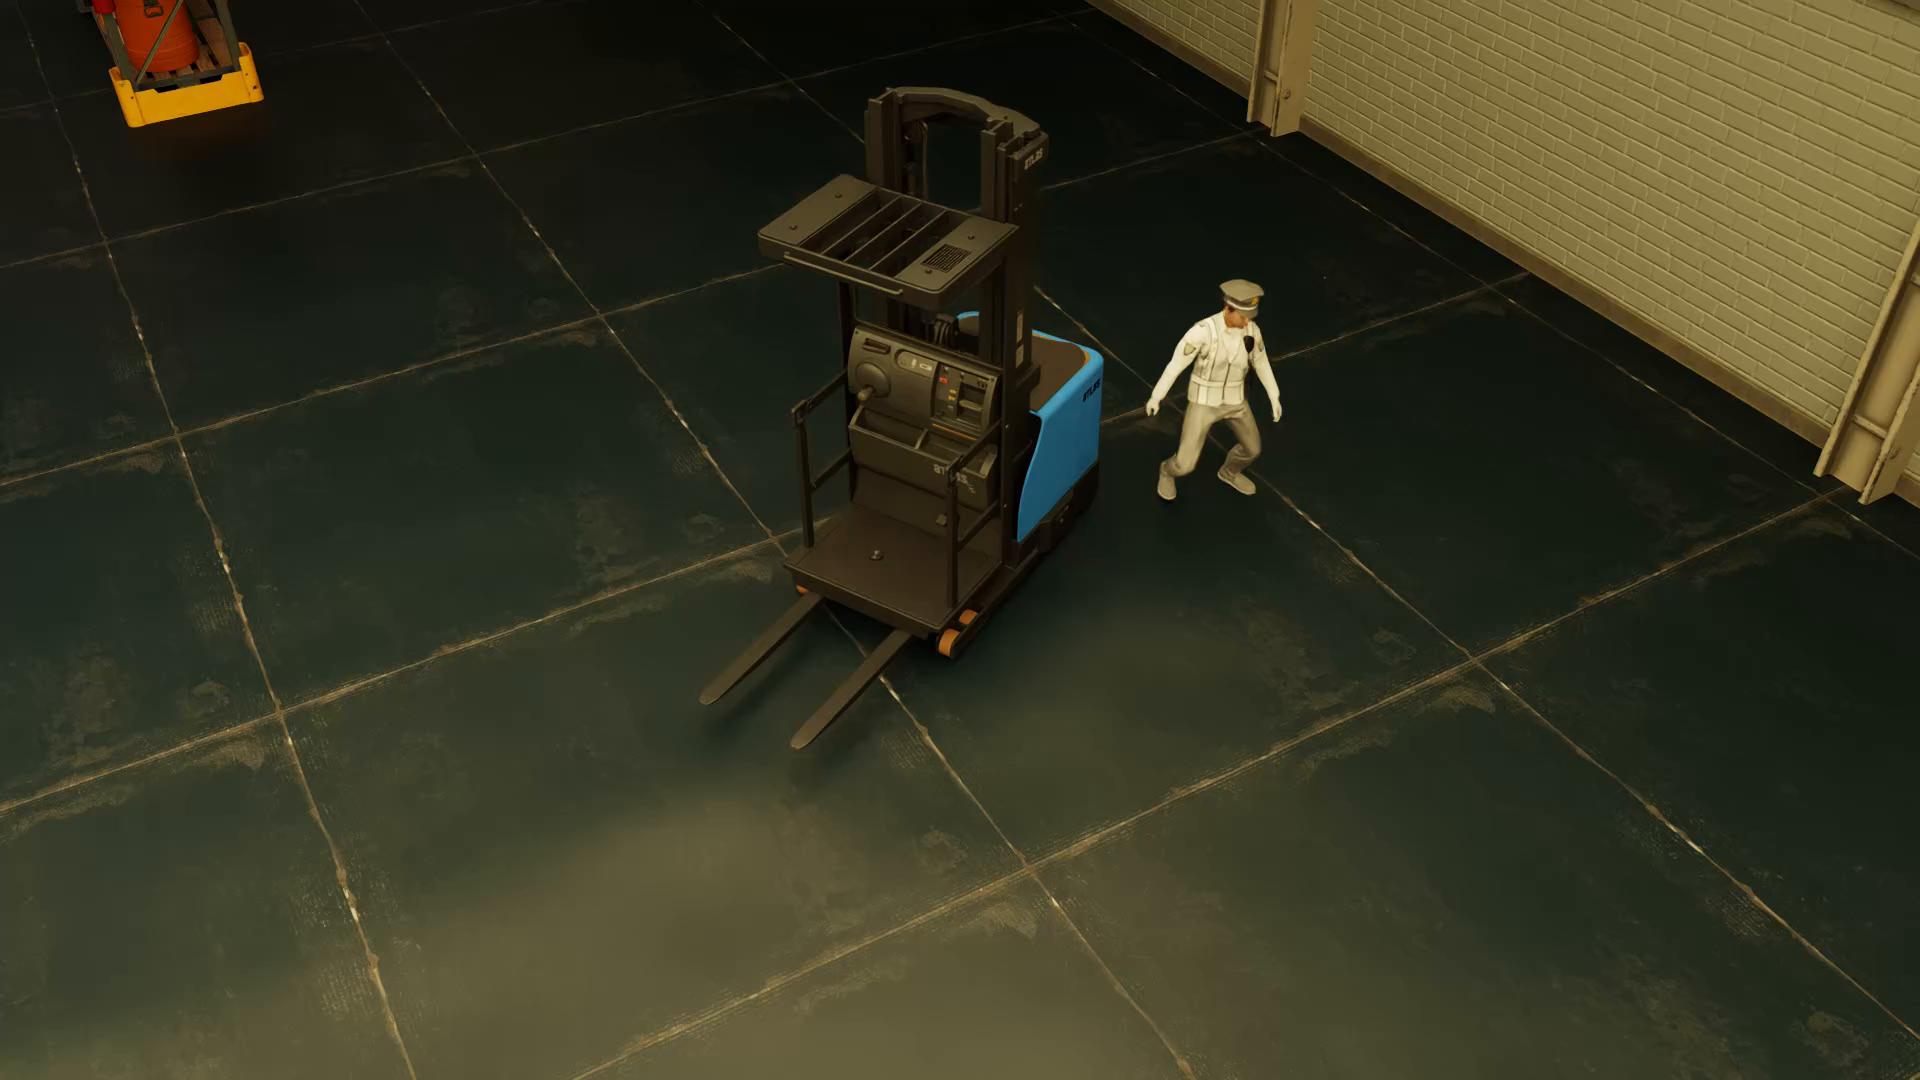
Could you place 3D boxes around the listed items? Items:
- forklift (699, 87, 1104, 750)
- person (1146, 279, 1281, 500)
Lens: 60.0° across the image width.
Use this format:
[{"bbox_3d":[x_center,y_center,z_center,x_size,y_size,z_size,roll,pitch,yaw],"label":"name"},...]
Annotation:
[{"bbox_3d":[-0.323,-0.797,8.997,1.130,2.935,3.031,22,44,24],"label":"forklift"},{"bbox_3d":[1.555,-0.857,10.147,0.828,1.581,0.473,-7,40,-9],"label":"person"}]
